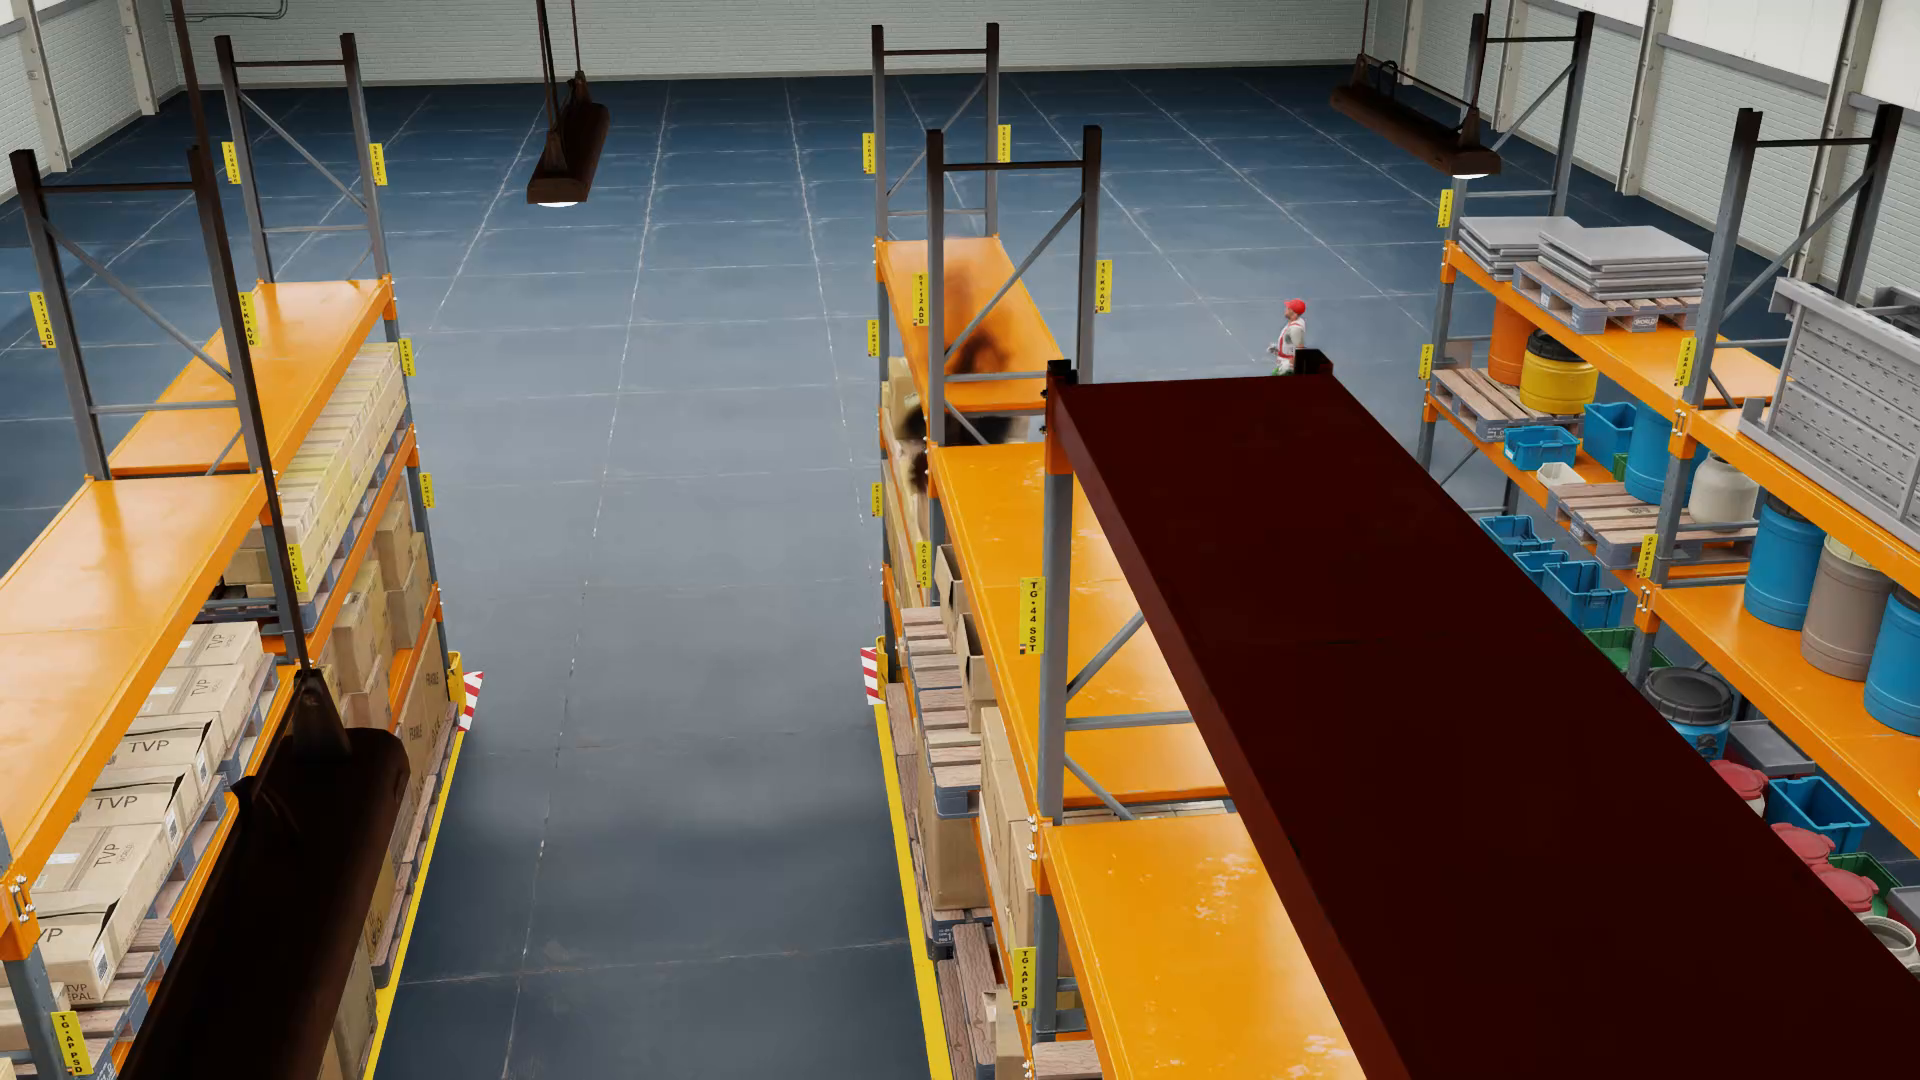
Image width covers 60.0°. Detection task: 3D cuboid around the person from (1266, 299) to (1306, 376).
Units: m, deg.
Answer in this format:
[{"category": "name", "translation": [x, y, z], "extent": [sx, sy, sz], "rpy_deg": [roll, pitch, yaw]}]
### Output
[{"category": "person", "translation": [4.162, -2.230, 21.171], "extent": [0.582, 1.742, 0.655], "rpy_deg": [8, 27, 16]}]
